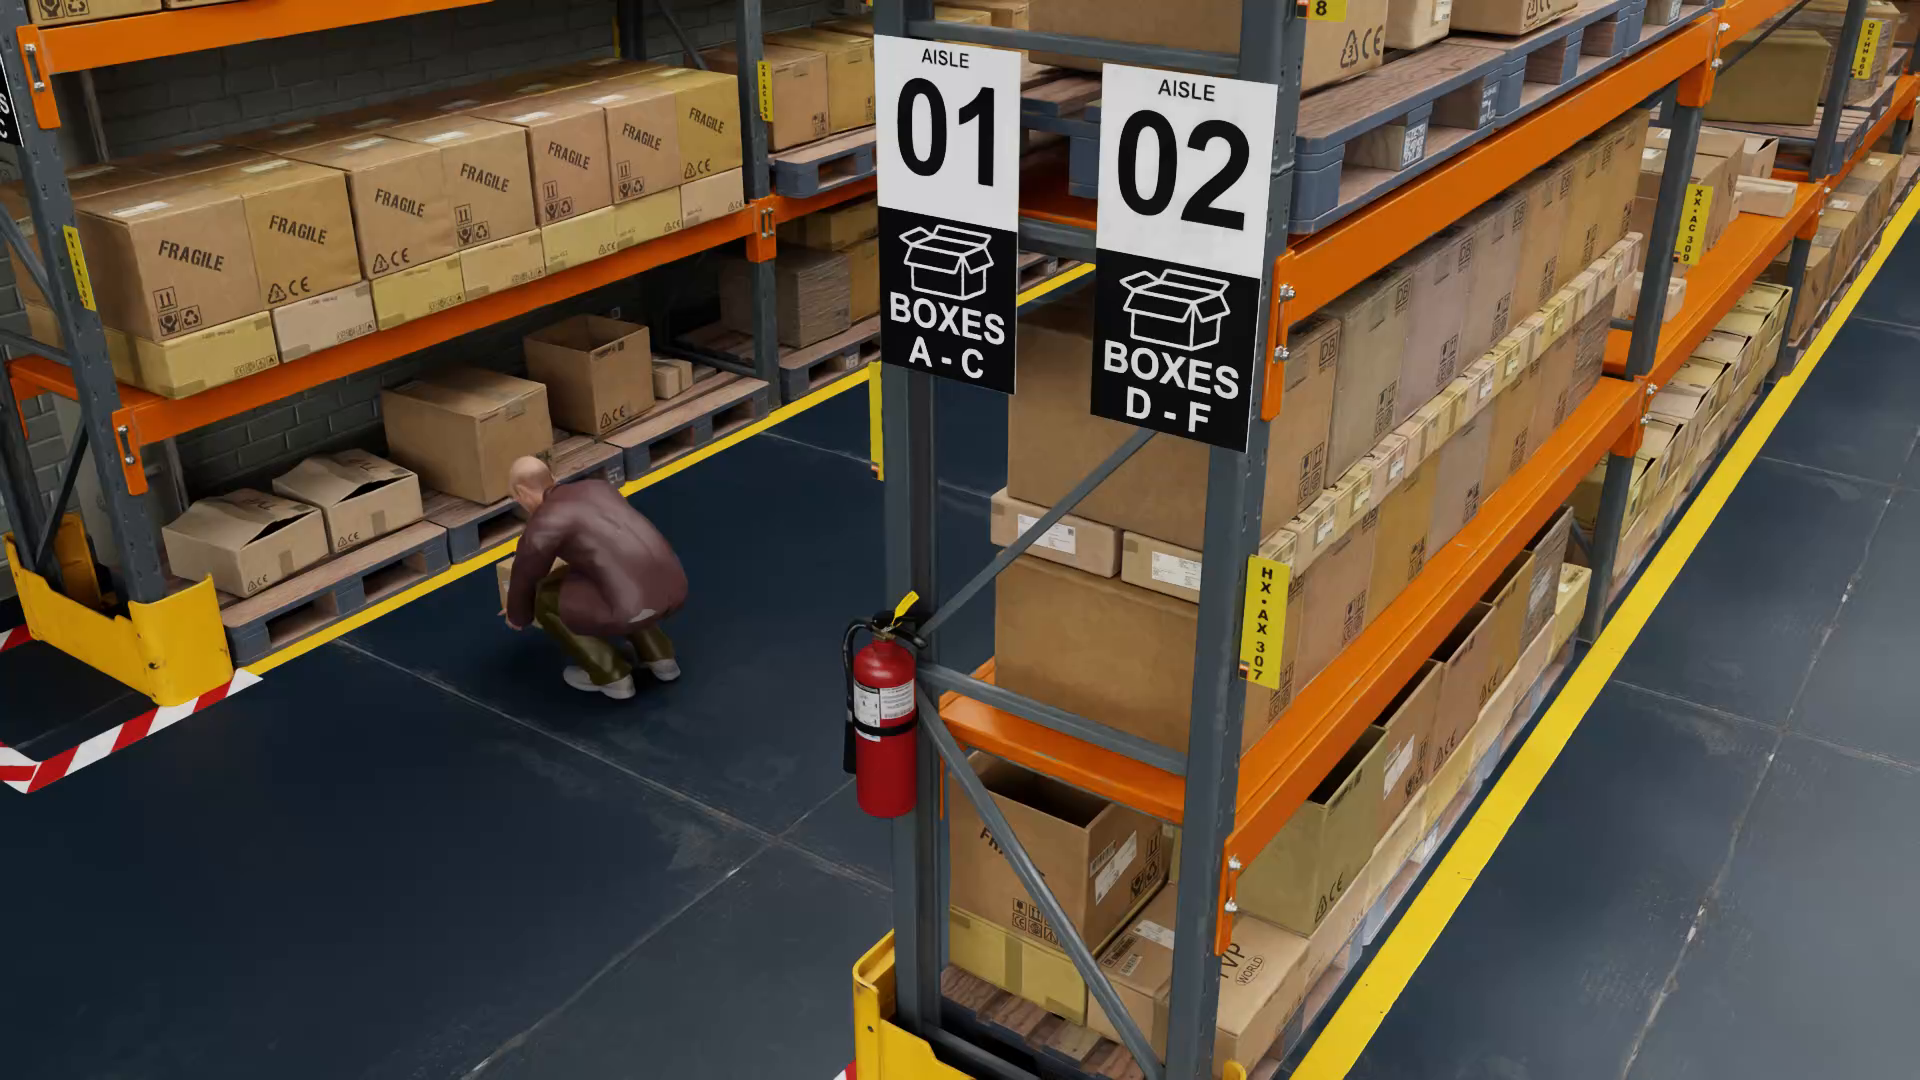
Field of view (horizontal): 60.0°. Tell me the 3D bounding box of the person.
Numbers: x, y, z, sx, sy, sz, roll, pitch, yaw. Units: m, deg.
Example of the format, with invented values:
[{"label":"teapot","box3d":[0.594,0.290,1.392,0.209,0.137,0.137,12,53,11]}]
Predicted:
[{"label":"person","box3d":[-1.598,0.147,7.207,0.907,1.004,0.613,17,31,30]}]
